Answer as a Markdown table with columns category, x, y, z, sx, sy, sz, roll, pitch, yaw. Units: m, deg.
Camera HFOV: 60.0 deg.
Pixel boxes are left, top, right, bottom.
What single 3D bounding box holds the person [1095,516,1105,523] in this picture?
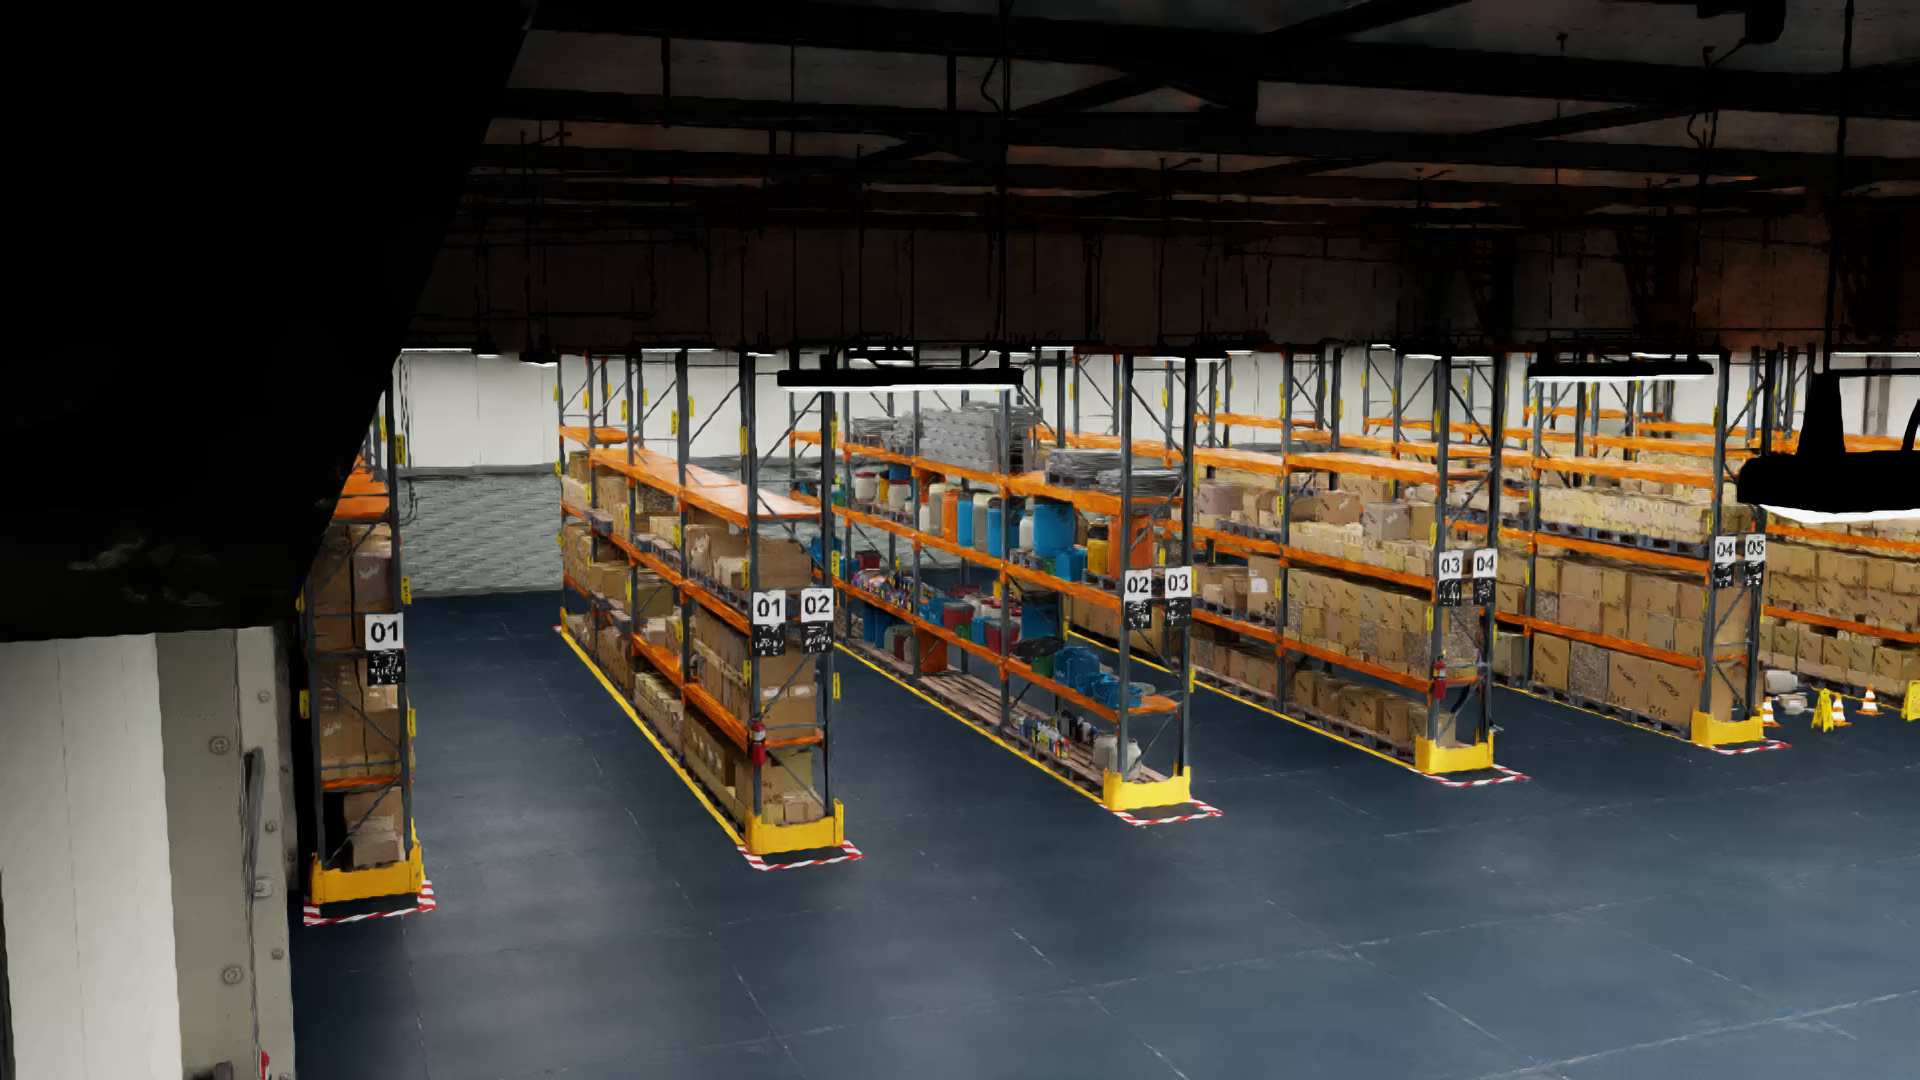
| category | x | y | z | sx | sy | sz | roll | pitch | yaw |
| --- | --- | --- | --- | --- | --- | --- | --- | --- | --- |
| person | 3.602 | 0.203 | 41.836 | 0.499 | 1.660 | 0.572 | 3 | 8 | 26 |

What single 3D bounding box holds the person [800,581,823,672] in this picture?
| category | x | y | z | sx | sy | sz | roll | pitch | yaw |
| --- | --- | --- | --- | --- | --- | --- | --- | --- | --- |
| person | -2.752 | 1.581 | 30.554 | 0.576 | 1.760 | 0.445 | 6 | 9 | 38 |

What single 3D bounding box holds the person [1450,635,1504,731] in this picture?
| category | x | y | z | sx | sy | sz | roll | pitch | yaw |
| --- | --- | --- | --- | --- | --- | --- | --- | --- | --- |
| person | 8.109 | 2.245 | 26.197 | 0.452 | 1.536 | 0.881 | -7 | 10 | -44 |
